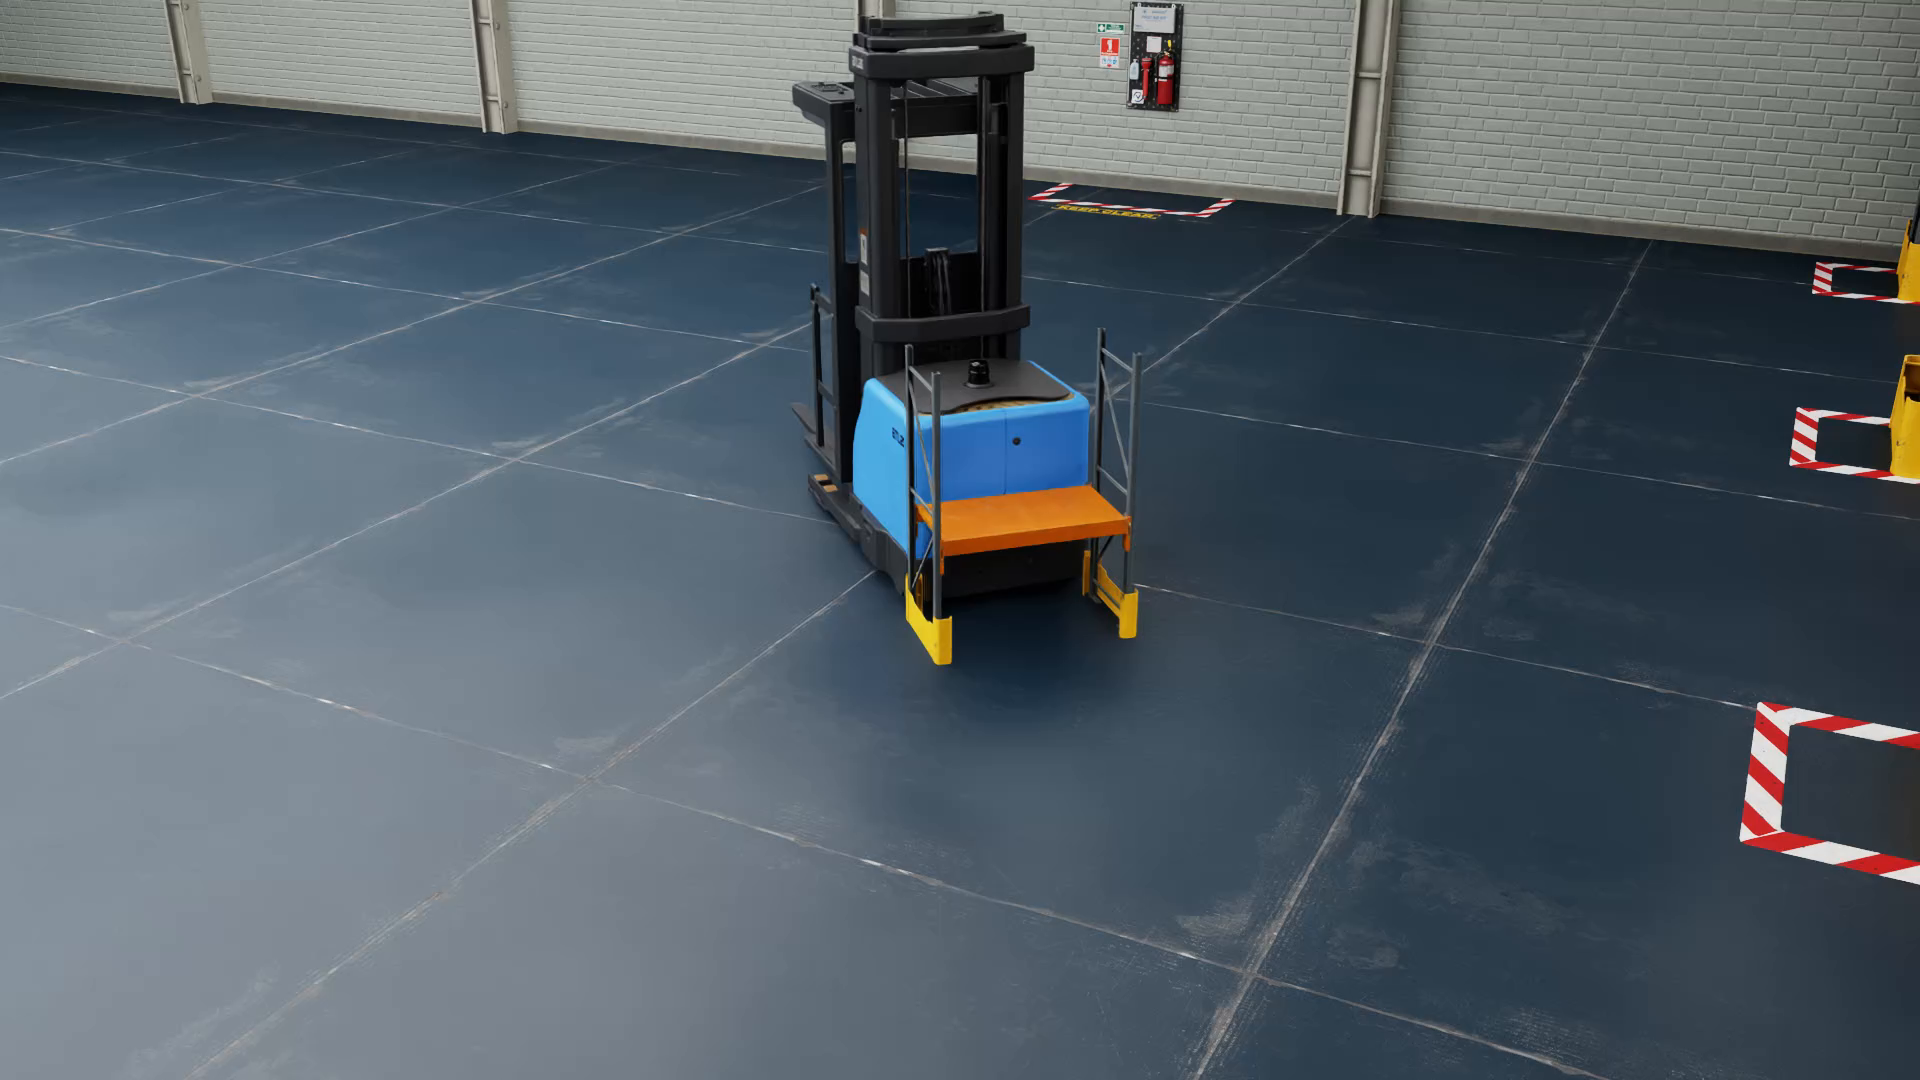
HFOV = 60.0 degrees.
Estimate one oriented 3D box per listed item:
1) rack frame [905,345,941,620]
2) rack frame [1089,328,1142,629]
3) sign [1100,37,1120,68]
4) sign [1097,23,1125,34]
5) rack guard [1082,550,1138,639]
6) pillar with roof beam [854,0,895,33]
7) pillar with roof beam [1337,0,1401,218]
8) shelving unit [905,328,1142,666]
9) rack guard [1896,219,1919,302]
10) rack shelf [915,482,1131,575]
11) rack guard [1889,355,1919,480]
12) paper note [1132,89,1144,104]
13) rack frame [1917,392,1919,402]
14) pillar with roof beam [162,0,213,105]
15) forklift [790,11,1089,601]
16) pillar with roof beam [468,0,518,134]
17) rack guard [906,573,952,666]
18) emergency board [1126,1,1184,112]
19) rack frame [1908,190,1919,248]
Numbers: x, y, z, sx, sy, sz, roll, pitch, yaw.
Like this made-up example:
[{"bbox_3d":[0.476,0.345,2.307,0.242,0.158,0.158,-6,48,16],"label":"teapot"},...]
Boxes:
[{"bbox_3d":[-0.181,-0.175,8.245,0.032,1.500,0.500,-7,24,-16],"label":"rack frame"},{"bbox_3d":[0.789,-0.294,8.526,0.032,1.500,0.500,-7,24,-16],"label":"rack frame"},{"bbox_3d":[1.701,-5.536,18.890,0.234,0.329,0.001,11,25,25],"label":"sign"},{"bbox_3d":[1.701,-5.776,18.777,0.331,0.109,0.001,11,25,25],"label":"sign"},{"bbox_3d":[0.788,0.281,8.770,0.087,0.250,0.587,-7,24,-16],"label":"rack guard"},{"bbox_3d":[-2.961,-7.253,15.307,0.400,9.000,9.100,11,25,25],"label":"pillar with roof beam"},{"bbox_3d":[2.394,-6.194,12.815,0.400,9.000,9.100,11,25,25],"label":"pillar with roof beam"},{"bbox_3d":[0.313,-0.236,8.388,1.083,1.500,0.587,-7,24,-16],"label":"shelving unit"},{"bbox_3d":[8.744,-2.535,15.071,0.348,0.500,1.175,11,25,25],"label":"rack guard"},{"bbox_3d":[0.304,-0.069,8.455,1.000,0.185,0.538,-7,24,-16],"label":"rack shelf"},{"bbox_3d":[6.423,-0.822,11.043,0.348,0.500,1.175,11,25,25],"label":"rack guard"},{"bbox_3d":[2.021,-5.036,18.885,0.142,0.148,0.016,11,25,25],"label":"paper note"},{"bbox_3d":[6.444,-1.968,10.544,0.127,3.000,1.000,11,25,25],"label":"rack frame"},{"bbox_3d":[-13.670,-9.372,20.289,0.400,9.000,9.100,11,25,25],"label":"pillar with roof beam"},{"bbox_3d":[-0.301,-1.572,9.702,1.130,2.935,3.031,-9,24,-19],"label":"forklift"},{"bbox_3d":[-8.315,-8.313,17.798,0.400,9.000,9.100,11,25,25],"label":"pillar with roof beam"},{"bbox_3d":[-0.162,0.398,8.495,0.087,0.250,0.587,-7,24,-16],"label":"rack guard"},{"bbox_3d":[2.148,-5.386,18.582,0.643,1.169,0.194,11,25,25],"label":"emergency board"},{"bbox_3d":[8.676,-3.698,14.614,0.127,3.000,1.000,11,25,25],"label":"rack frame"}]
